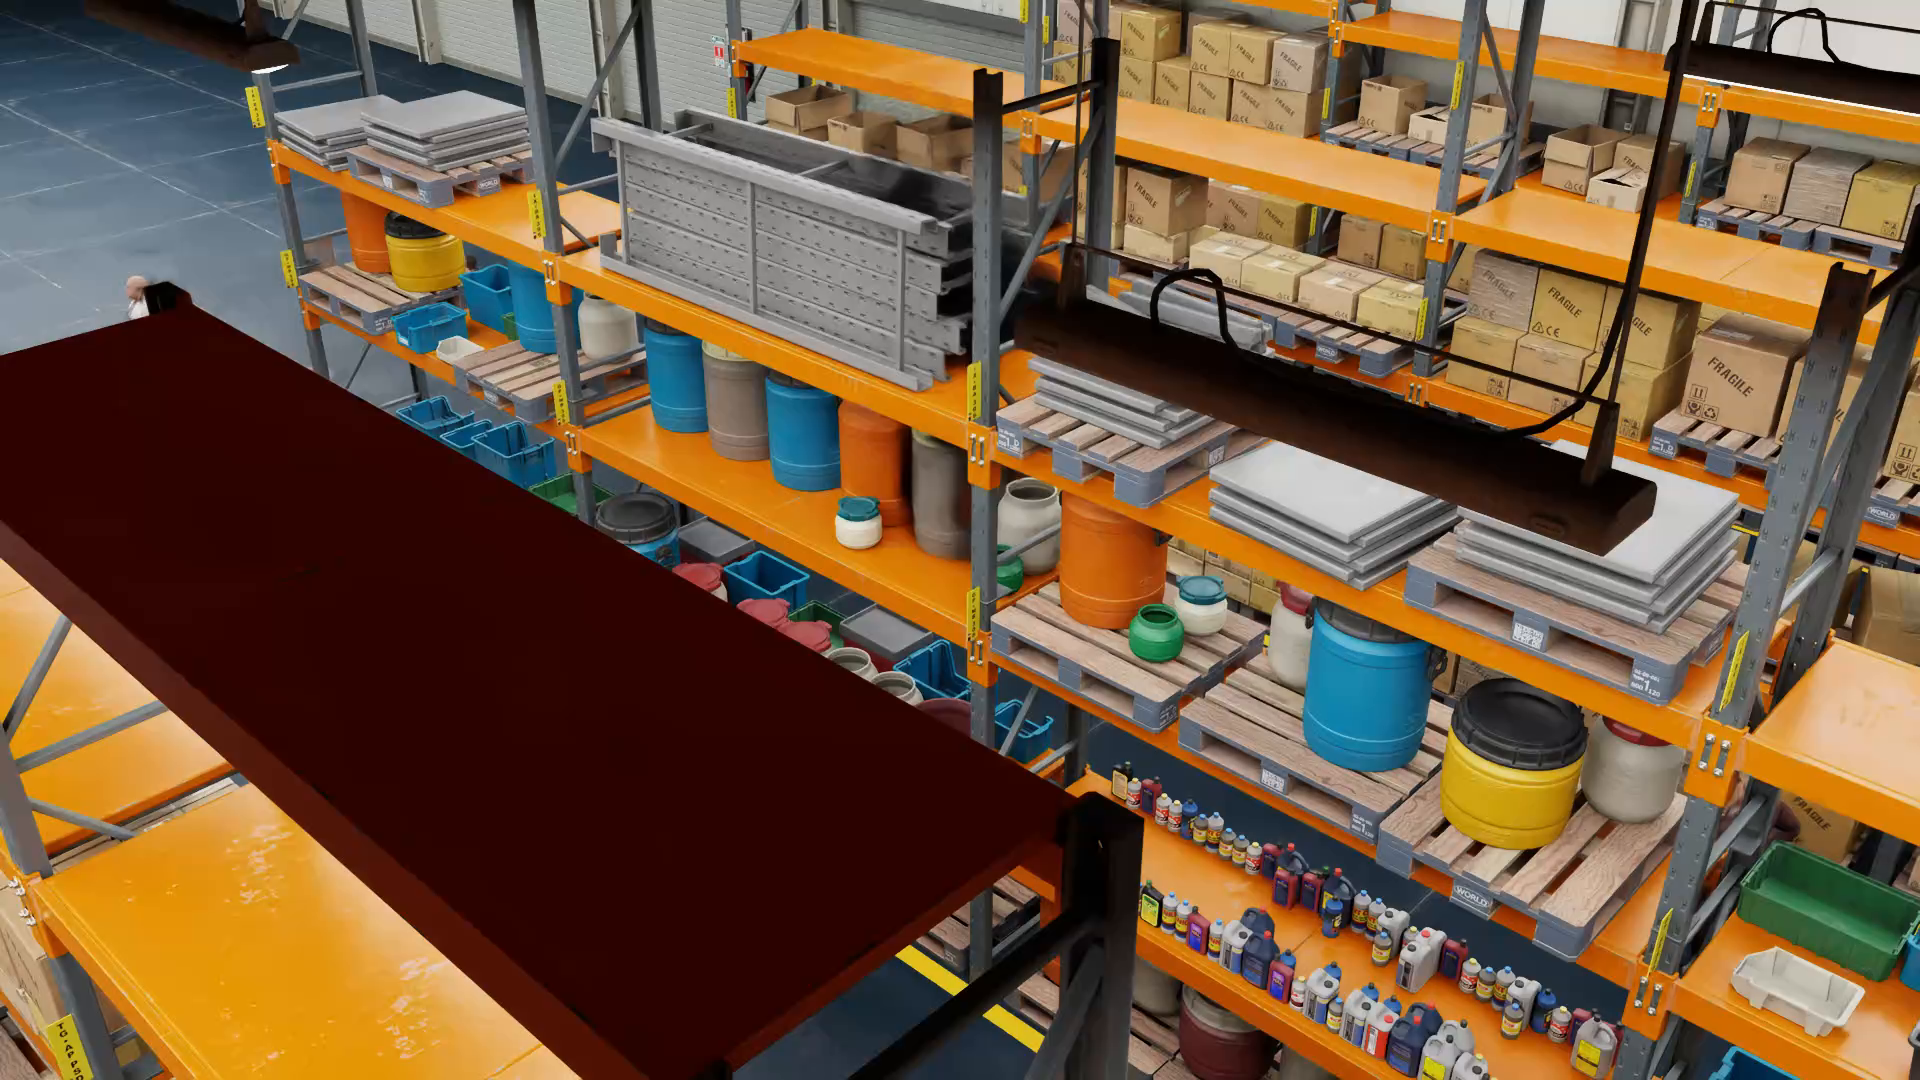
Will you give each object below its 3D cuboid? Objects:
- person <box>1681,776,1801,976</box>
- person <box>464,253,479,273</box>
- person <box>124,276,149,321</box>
[{"bbox_3d":[4.849,2.186,10.559,0.762,1.790,0.675,18,34,29],"label":"person"},{"bbox_3d":[-5.515,-2.440,18.864,0.636,1.668,0.612,-11,31,-18],"label":"person"},{"bbox_3d":[-8.782,-2.067,18.169,0.642,1.724,0.675,-18,34,-28],"label":"person"}]
